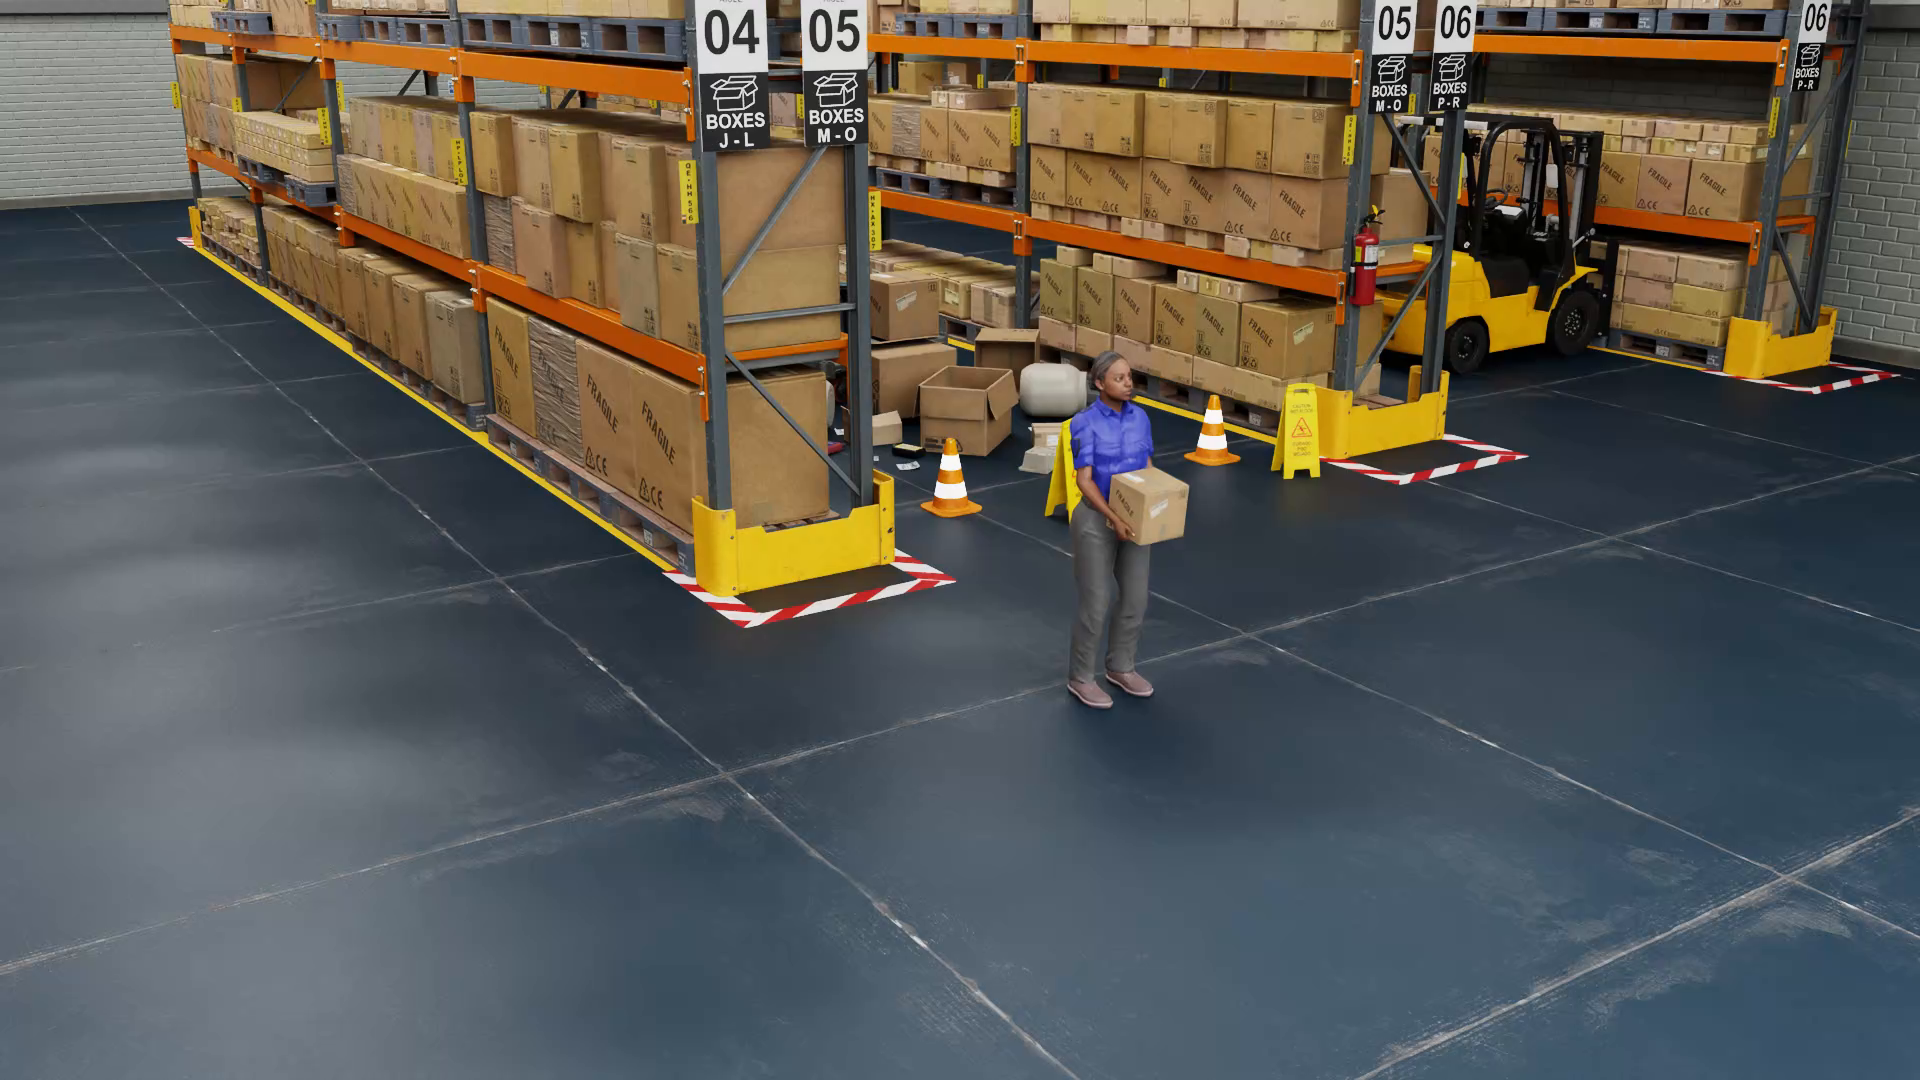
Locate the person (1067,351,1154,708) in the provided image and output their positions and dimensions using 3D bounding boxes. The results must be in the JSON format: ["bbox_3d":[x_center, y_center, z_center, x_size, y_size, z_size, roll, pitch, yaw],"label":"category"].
[{"bbox_3d":[0.748,-0.034,7.684,0.450,1.645,0.522,-11,21,-31],"label":"person"}]
